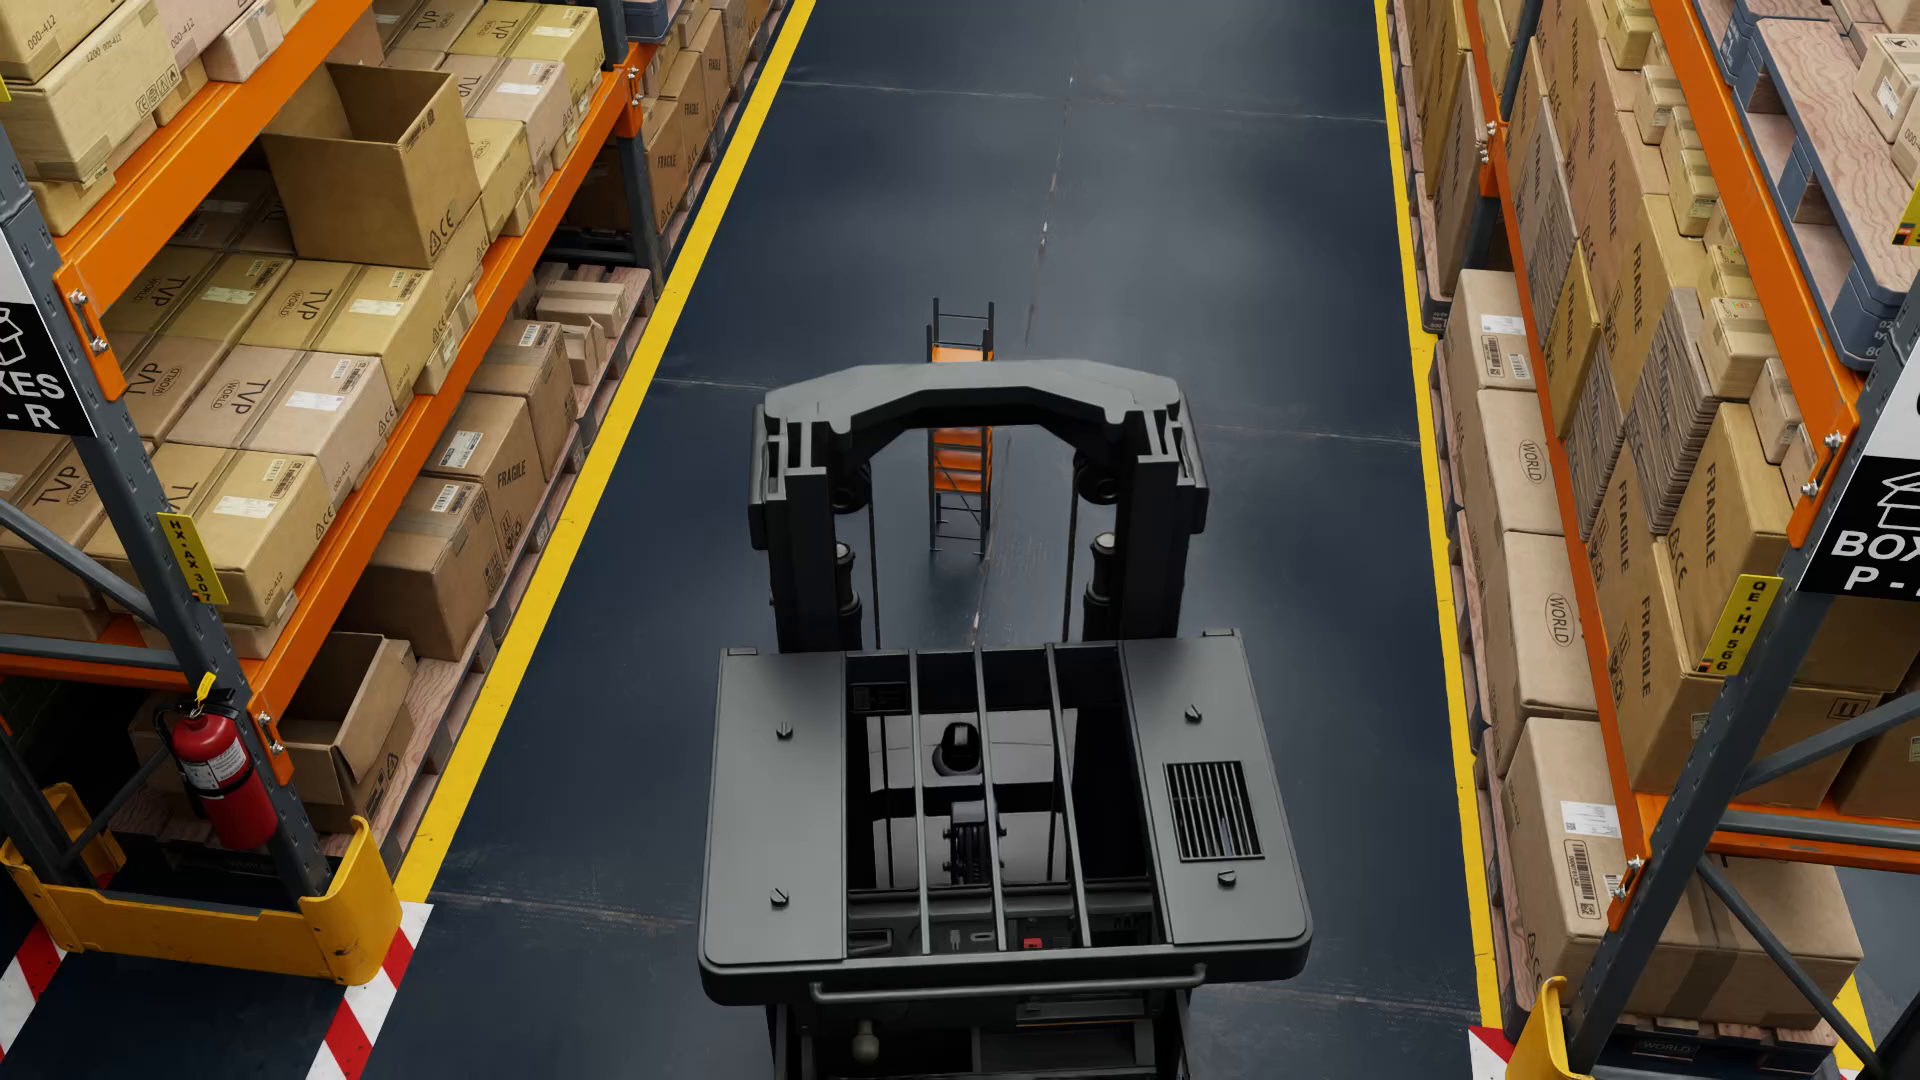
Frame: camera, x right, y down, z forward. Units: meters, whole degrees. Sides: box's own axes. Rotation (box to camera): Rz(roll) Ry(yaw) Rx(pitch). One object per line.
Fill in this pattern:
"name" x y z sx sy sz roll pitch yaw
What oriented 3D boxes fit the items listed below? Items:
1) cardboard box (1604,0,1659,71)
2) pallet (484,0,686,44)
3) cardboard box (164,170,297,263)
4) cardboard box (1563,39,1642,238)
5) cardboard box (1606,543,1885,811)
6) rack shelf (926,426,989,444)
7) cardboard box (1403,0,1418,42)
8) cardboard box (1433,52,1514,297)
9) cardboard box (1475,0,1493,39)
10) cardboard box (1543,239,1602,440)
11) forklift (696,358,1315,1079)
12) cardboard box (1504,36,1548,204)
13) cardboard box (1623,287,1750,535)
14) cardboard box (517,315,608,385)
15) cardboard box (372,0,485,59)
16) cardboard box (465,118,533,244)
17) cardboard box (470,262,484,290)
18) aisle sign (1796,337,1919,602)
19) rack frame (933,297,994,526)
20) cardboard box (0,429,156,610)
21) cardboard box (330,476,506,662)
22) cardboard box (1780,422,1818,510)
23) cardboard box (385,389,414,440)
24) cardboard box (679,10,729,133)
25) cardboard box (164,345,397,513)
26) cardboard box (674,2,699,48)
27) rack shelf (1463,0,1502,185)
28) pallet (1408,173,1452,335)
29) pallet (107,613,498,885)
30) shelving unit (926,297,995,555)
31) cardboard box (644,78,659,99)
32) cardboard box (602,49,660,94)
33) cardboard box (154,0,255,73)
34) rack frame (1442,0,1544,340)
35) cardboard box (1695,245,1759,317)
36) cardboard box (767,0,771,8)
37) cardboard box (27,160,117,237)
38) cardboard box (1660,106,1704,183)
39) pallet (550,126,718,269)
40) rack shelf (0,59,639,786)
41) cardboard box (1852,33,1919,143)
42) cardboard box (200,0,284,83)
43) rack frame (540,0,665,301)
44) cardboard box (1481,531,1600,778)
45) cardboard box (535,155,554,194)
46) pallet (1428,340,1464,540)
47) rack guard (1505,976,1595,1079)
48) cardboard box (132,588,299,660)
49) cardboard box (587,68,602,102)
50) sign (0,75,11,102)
"cardboard box" 2.411 -1.707 5.621 0.380 0.149 0.250 4 44 4
"pallet" -1.829 -2.873 8.265 1.003 0.211 1.213 5 44 6
"cardboard box" -2.565 -1.118 6.164 0.500 0.250 0.500 5 44 5
"cardboard box" 2.423 -1.365 5.732 0.500 0.500 0.500 6 44 6
"cardboard box" 2.150 0.377 4.619 0.500 0.500 0.500 5 44 6
"rack shelf" 0.002 -0.500 6.818 0.258 0.103 0.180 5 44 6
"cardboard box" 3.233 -3.603 10.136 0.875 0.875 0.875 5 44 5
"cardboard box" 2.880 -1.770 8.200 0.875 0.875 0.875 6 44 7
"cardboard box" 2.756 -2.581 7.925 0.500 0.250 0.500 5 44 5
"cardboard box" 2.345 -0.668 5.723 0.500 0.500 0.500 6 44 7
"forklift" 0.062 1.157 3.919 1.130 2.935 3.031 -2 43 -2
"cardboard box" 2.556 -1.700 6.813 0.500 0.500 0.500 7 44 7
"cardboard box" 2.217 -0.342 4.652 0.500 0.500 0.500 5 44 6
"cardboard box" -1.873 -0.918 7.743 0.396 0.266 0.258 7 44 7
"cardboard box" -2.376 -2.149 7.253 0.500 0.250 0.500 5 44 5
"cardboard box" -1.999 -1.411 6.474 0.500 0.250 0.500 5 44 5
"cardboard box" -2.056 -1.027 6.358 0.380 0.149 0.250 5 44 5
"aisle sign" 2.032 -0.157 3.365 0.394 0.787 0.004 5 44 6
"rack frame" 0.014 -0.508 6.936 0.240 1.200 0.006 5 44 6
"cardboard box" -2.774 -0.073 5.061 0.500 0.250 0.500 6 44 7
"cardboard box" -2.245 0.086 6.513 0.700 0.500 0.500 7 44 7
"cardboard box" 2.198 -0.131 3.957 0.380 0.149 0.250 6 44 6
"cardboard box" -2.145 -0.498 5.799 0.380 0.149 0.250 6 44 6
"cardboard box" -1.625 -2.666 9.419 0.500 0.500 0.500 4 44 4
"cardboard box" -2.178 -0.364 5.368 0.500 0.250 0.500 6 44 6
"cardboard box" -1.656 -2.836 9.126 0.380 0.149 0.250 5 44 5
"rack shelf" 3.142 -3.061 8.847 1.077 0.370 4.000 5 44 6
"pallet" 2.905 -1.480 8.681 1.003 0.211 1.213 5 44 6
"pallet" -2.457 0.735 6.342 1.003 0.211 1.213 5 44 6
"shelving unit" 0.002 -0.446 6.870 0.258 1.200 0.189 5 44 6
"cardboard box" -1.772 -2.305 8.565 0.380 0.149 0.250 4 44 4
"cardboard box" -1.745 -2.398 8.448 0.380 0.149 0.250 3 44 3
"cardboard box" -2.195 -1.451 4.334 0.500 0.250 0.500 6 44 6
"rack frame" 2.878 -1.960 7.160 1.000 3.000 0.127 5 44 6
"cardboard box" 2.232 -0.658 4.514 0.380 0.149 0.250 6 44 6
"cardboard box" -1.433 -3.731 10.544 0.500 0.500 0.500 5 44 5
"cardboard box" -2.299 -0.876 4.017 0.380 0.149 0.250 6 44 6
"cardboard box" 2.365 -1.183 5.068 0.380 0.149 0.250 7 44 7
"pallet" -1.973 -1.953 9.182 1.003 0.211 1.213 5 44 6
"rack shelf" -2.307 -0.784 6.442 1.077 0.370 4.000 5 44 6
"cardboard box" 2.295 -1.028 3.799 0.380 0.149 0.250 2 43 2
"cardboard box" -2.105 -1.391 4.561 0.380 0.149 0.250 6 44 6
"rack frame" -2.043 -2.408 7.634 1.000 3.000 0.127 5 44 6
"cardboard box" 2.450 0.461 6.162 0.875 0.438 0.875 6 44 7
"cardboard box" -1.920 -1.542 6.901 0.380 0.149 0.250 6 44 7
"pallet" 2.700 -0.436 7.579 1.003 0.211 1.213 5 44 6
"rack guard" 2.346 1.690 5.123 1.175 0.500 0.348 5 44 6
"cardboard box" -2.256 0.210 5.052 0.380 0.149 0.250 5 44 5
"cardboard box" -1.835 -2.077 7.467 0.380 0.149 0.250 6 44 6
"sign" -2.034 -1.040 3.371 0.100 0.325 0.005 5 44 6
